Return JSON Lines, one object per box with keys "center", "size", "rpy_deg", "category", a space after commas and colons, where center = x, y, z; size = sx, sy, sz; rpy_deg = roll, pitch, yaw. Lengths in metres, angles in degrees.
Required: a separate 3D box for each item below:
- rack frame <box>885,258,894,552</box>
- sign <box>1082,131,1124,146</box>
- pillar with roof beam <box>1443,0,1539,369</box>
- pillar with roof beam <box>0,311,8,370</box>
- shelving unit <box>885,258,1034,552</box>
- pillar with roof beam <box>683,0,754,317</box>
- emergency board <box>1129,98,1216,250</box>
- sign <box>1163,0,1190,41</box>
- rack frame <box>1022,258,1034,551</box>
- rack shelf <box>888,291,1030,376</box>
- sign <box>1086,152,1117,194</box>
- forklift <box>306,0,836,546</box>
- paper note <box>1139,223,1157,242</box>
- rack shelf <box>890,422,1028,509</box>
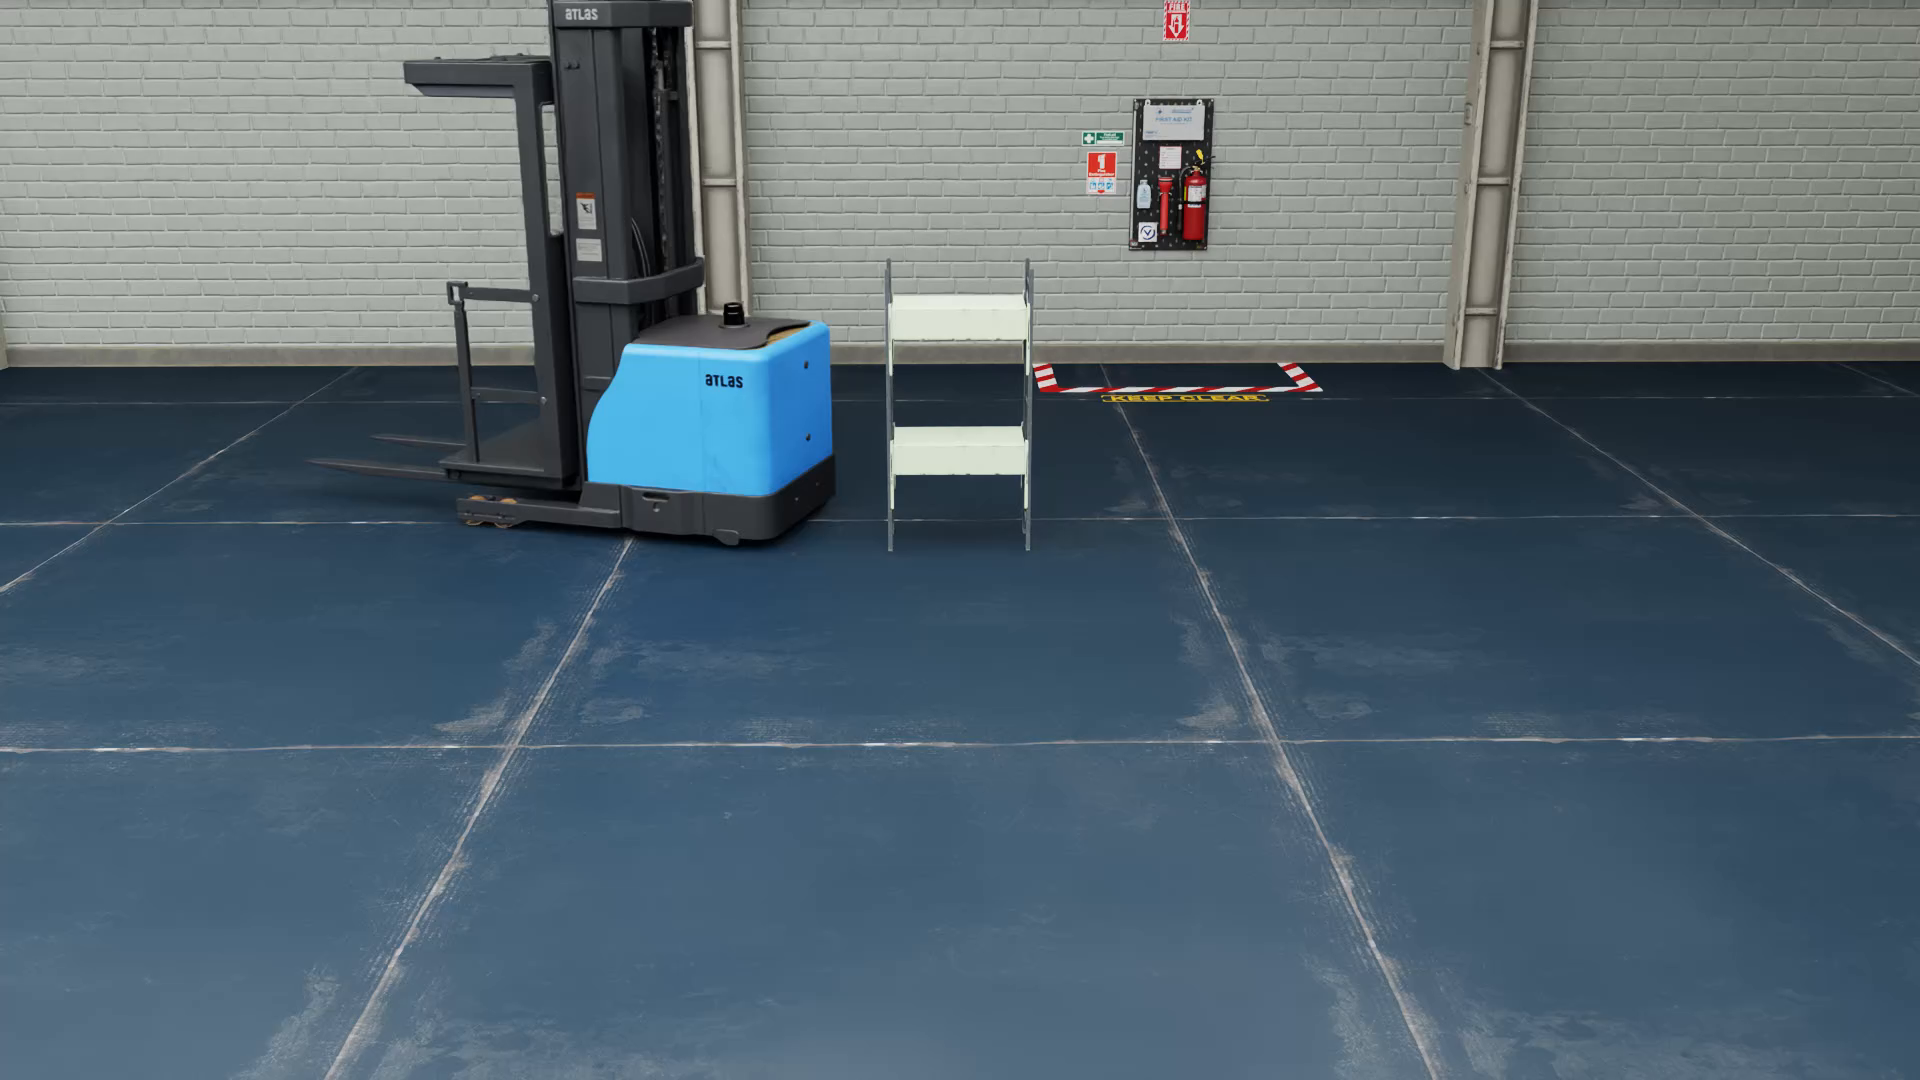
{"center": [-0.373, -0.712, 8.813], "size": [0.023, 1.500, 0.400], "rpy_deg": [0, 18, -1], "category": "rack frame"}
{"center": [1.118, -3.137, 12.990], "size": [0.331, 0.109, 0.001], "rpy_deg": [0, 18, -1], "category": "sign"}
{"center": [4.208, -4.383, 7.980], "size": [0.400, 9.000, 9.100], "rpy_deg": [0, 18, -1], "category": "pillar with roof beam"}
{"center": [-7.791, -4.326, 7.800], "size": [0.400, 9.000, 9.100], "rpy_deg": [0, 18, -1], "category": "pillar with roof beam"}
{"center": [-0.007, -0.714, 8.818], "size": [0.755, 1.500, 0.431], "rpy_deg": [0, 18, -1], "category": "shelving unit"}
{"center": [-1.792, -4.355, 7.890], "size": [0.400, 9.000, 9.100], "rpy_deg": [0, 18, -1], "category": "pillar with roof beam"}
{"center": [1.668, -2.841, 12.994], "size": [0.643, 1.169, 0.194], "rpy_deg": [0, 18, -1], "category": "emergency board"}
{"center": [1.658, -3.976, 12.735], "size": [0.199, 0.298, 0.001], "rpy_deg": [0, 18, -1], "category": "sign"}
{"center": [0.359, -0.716, 8.824], "size": [0.023, 1.500, 0.400], "rpy_deg": [0, 18, -1], "category": "rack frame"}
{"center": [-0.007, -1.086, 8.699], "size": [0.720, 0.370, 0.431], "rpy_deg": [0, 18, -1], "category": "rack shelf"}
{"center": [1.114, -2.887, 13.079], "size": [0.234, 0.329, 0.001], "rpy_deg": [0, 18, -1], "category": "sign"}
{"center": [-2.296, -1.606, 9.255], "size": [3.031, 2.935, 1.130], "rpy_deg": [5, 19, 16], "category": "forklift"}
{"center": [1.490, -2.442, 13.192], "size": [0.142, 0.148, 0.016], "rpy_deg": [0, 18, -1], "category": "paper note"}
{"center": [-0.007, -0.404, 8.918], "size": [0.720, 0.370, 0.431], "rpy_deg": [0, 18, -1], "category": "rack shelf"}
